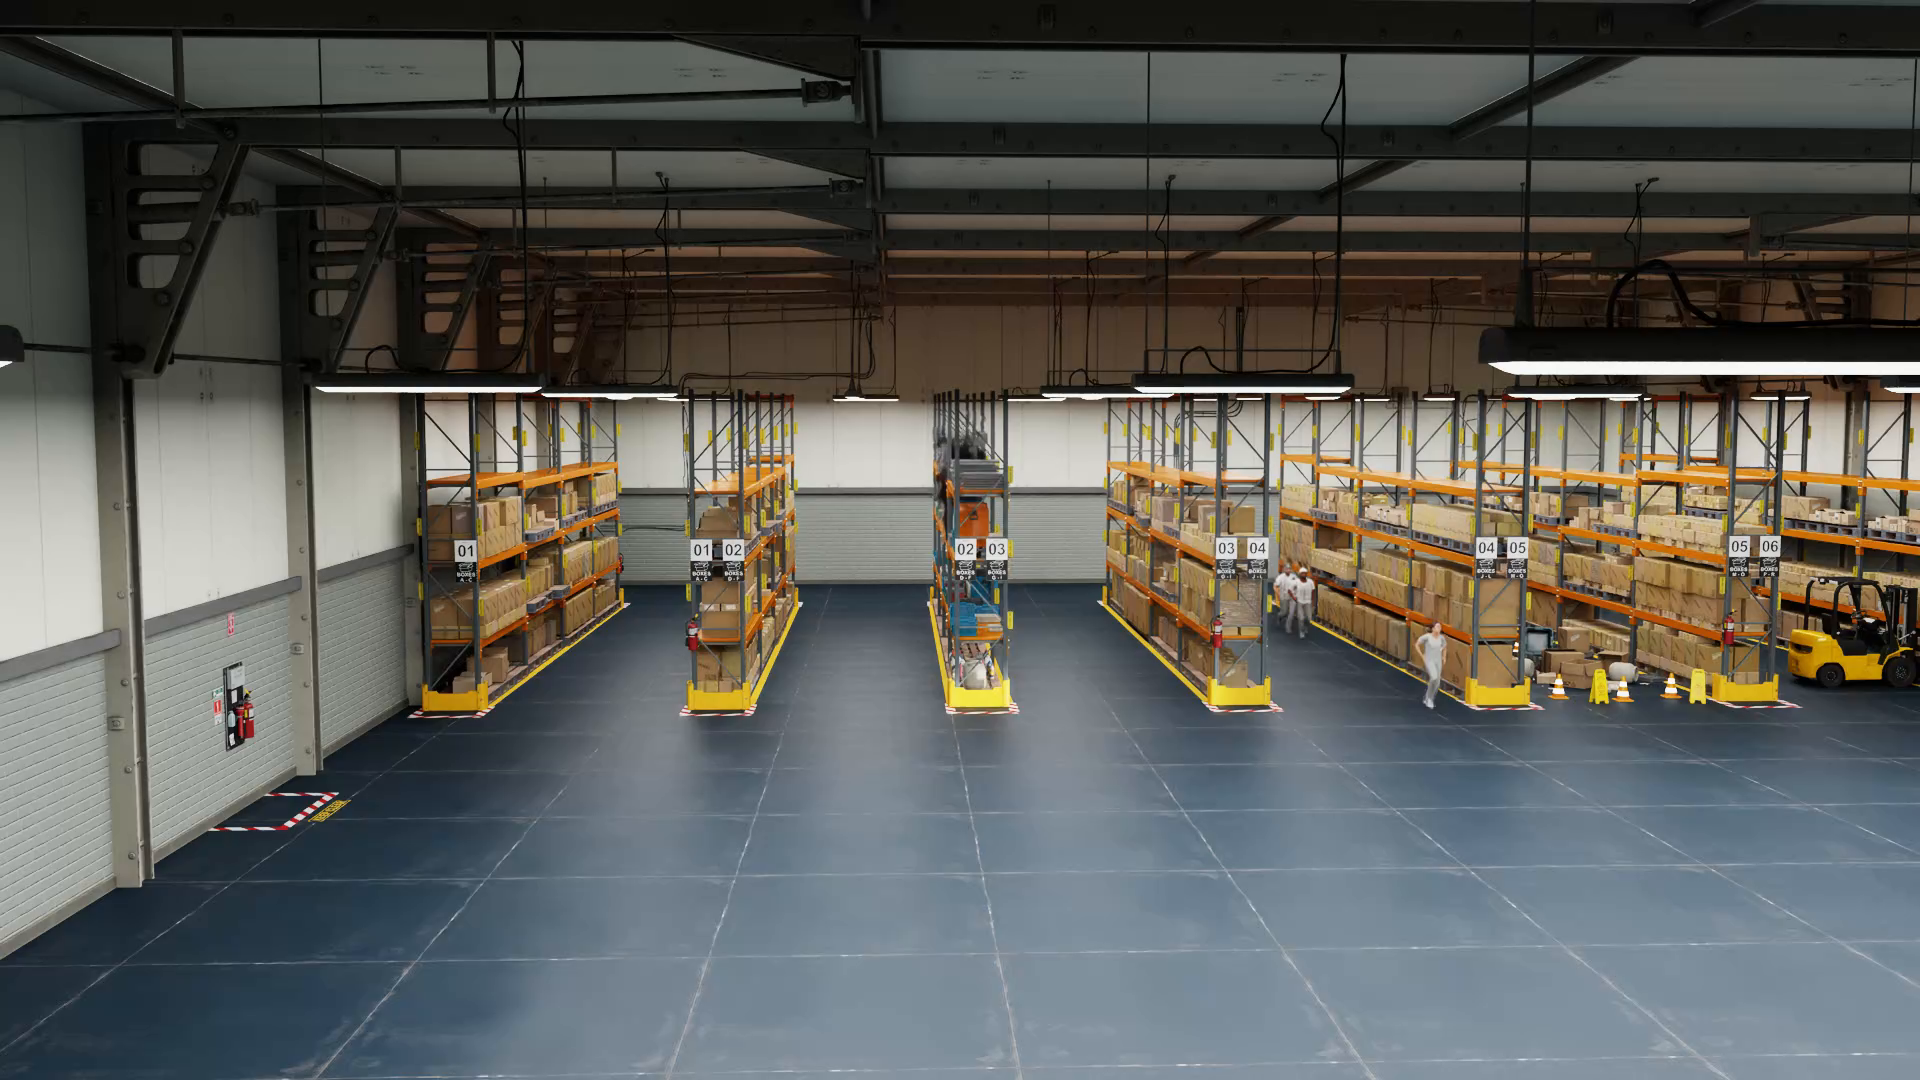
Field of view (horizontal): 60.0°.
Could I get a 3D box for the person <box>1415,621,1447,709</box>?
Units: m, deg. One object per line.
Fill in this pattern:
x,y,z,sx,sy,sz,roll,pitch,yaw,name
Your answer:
8.929,2.339,31.364,0.580,1.649,0.630,-1,5,-14,person

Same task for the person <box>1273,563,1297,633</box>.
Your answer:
8.245,1.448,41.950,0.672,1.756,0.646,-1,5,-7,person

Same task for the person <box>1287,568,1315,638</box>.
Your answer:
8.386,1.536,40.763,0.704,1.726,0.579,0,5,-2,person
